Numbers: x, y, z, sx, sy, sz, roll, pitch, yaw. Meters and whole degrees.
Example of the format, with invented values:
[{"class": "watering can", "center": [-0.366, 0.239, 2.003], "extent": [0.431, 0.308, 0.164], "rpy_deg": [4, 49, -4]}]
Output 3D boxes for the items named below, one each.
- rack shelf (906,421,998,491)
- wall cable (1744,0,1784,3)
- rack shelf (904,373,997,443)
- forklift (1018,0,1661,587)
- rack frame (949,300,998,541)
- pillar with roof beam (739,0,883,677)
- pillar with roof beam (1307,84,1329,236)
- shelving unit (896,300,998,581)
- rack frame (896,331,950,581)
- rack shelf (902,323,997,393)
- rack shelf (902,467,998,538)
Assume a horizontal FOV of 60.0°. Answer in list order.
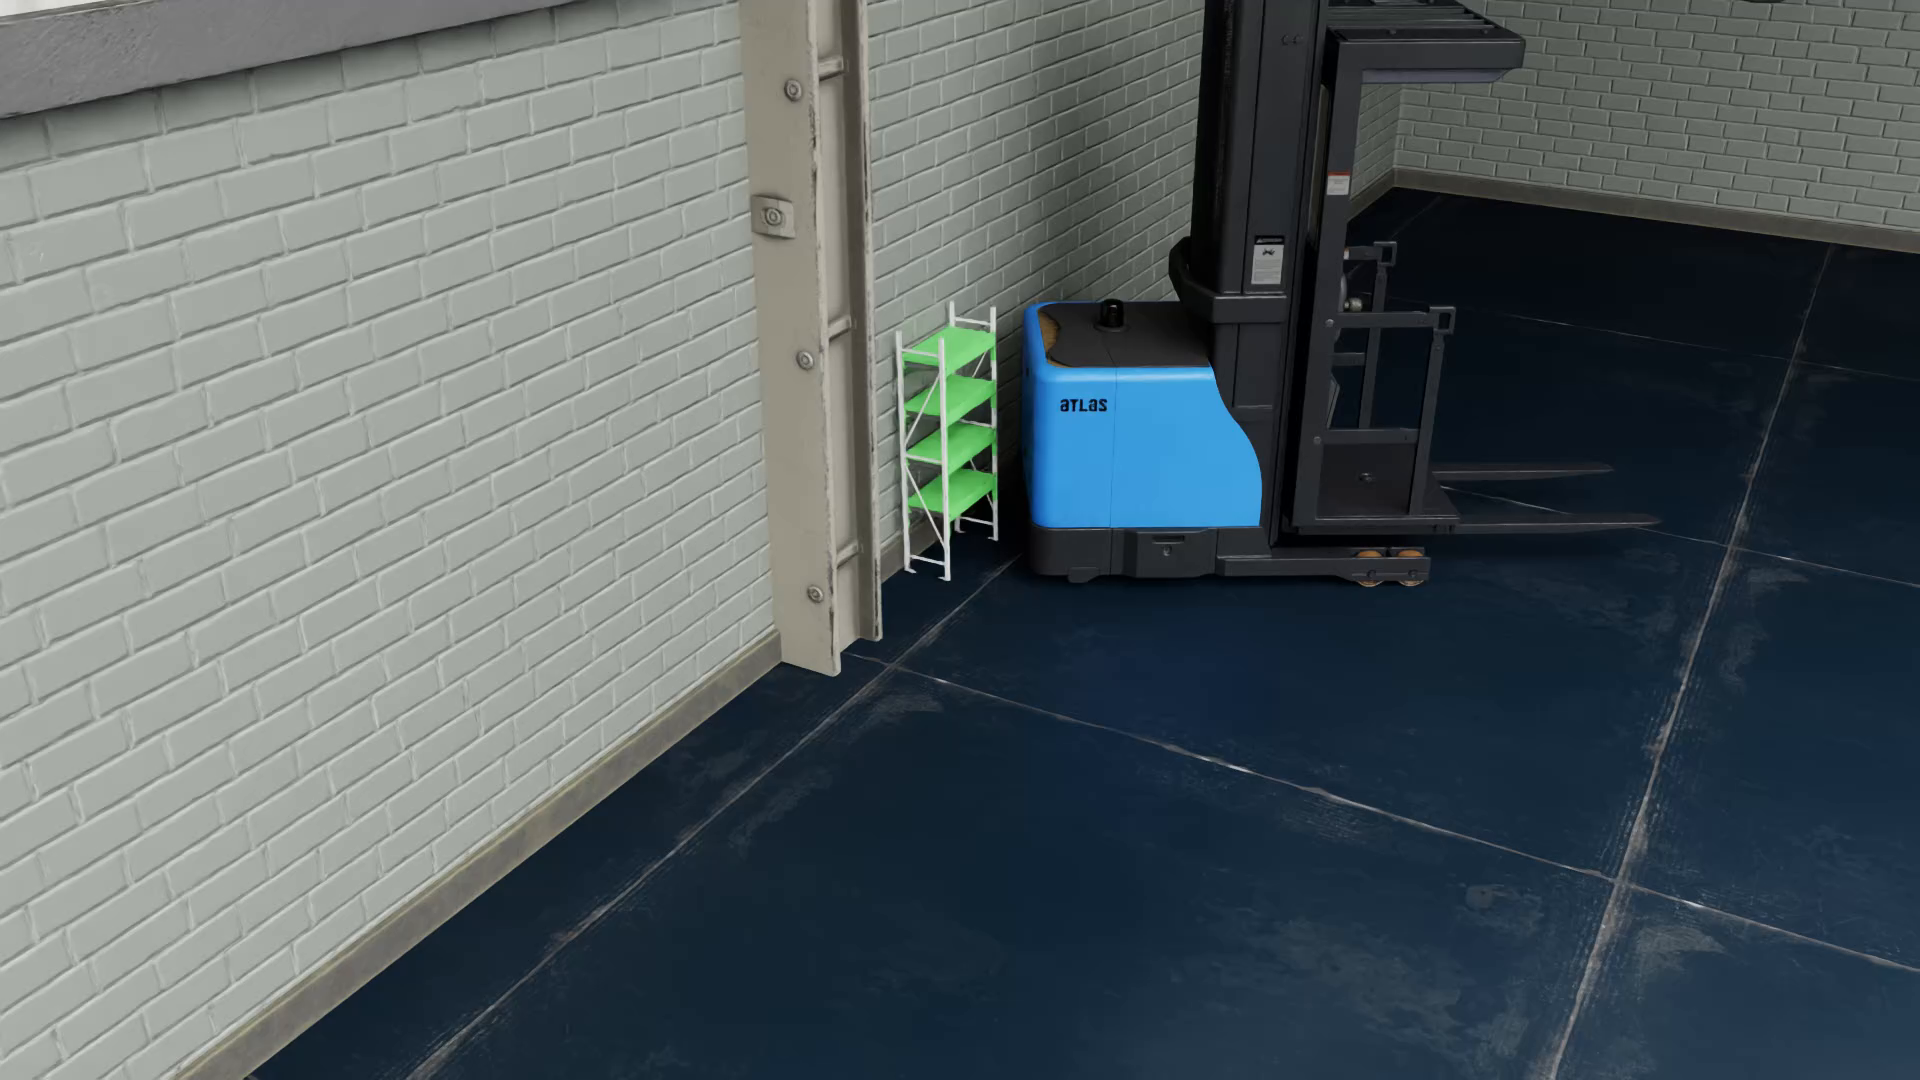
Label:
[{"class": "rack shelf", "center": [-0.047, -0.409, 7.862], "extent": [0.258, 0.148, 0.480], "rpy_deg": [13, 29, 26]}, {"class": "wall cable", "center": [4.980, -5.358, 12.370], "extent": [3.097, 2.526, 0.112], "rpy_deg": [14, 30, 26]}, {"class": "rack shelf", "center": [-0.052, -0.625, 7.757], "extent": [0.258, 0.148, 0.480], "rpy_deg": [13, 29, 26]}, {"class": "forklift", "center": [1.823, -1.330, 7.632], "extent": [3.031, 2.935, 1.130], "rpy_deg": [-1, 27, -1]}, {"class": "rack frame", "center": [0.069, -0.562, 8.025], "extent": [0.240, 1.200, 0.015], "rpy_deg": [13, 29, 26]}, {"class": "pillar with roof beam", "center": [3.176, -2.604, 3.398], "extent": [9.100, 9.000, 0.400], "rpy_deg": [14, 30, 26]}, {"class": "pillar with roof beam", "center": [6.128, -4.942, 8.070], "extent": [9.100, 9.000, 0.400], "rpy_deg": [14, 30, 26]}, {"class": "shelving unit", "center": [-0.048, -0.466, 7.834], "extent": [0.258, 1.200, 0.503], "rpy_deg": [13, 29, 26]}, {"class": "rack frame", "center": [-0.166, -0.371, 7.643], "extent": [0.240, 1.200, 0.015], "rpy_deg": [13, 29, 26]}, {"class": "rack shelf", "center": [-0.057, -0.840, 7.652], "extent": [0.258, 0.148, 0.480], "rpy_deg": [13, 29, 26]}, {"class": "rack shelf", "center": [-0.042, -0.193, 7.967], "extent": [0.258, 0.148, 0.480], "rpy_deg": [13, 29, 26]}]
